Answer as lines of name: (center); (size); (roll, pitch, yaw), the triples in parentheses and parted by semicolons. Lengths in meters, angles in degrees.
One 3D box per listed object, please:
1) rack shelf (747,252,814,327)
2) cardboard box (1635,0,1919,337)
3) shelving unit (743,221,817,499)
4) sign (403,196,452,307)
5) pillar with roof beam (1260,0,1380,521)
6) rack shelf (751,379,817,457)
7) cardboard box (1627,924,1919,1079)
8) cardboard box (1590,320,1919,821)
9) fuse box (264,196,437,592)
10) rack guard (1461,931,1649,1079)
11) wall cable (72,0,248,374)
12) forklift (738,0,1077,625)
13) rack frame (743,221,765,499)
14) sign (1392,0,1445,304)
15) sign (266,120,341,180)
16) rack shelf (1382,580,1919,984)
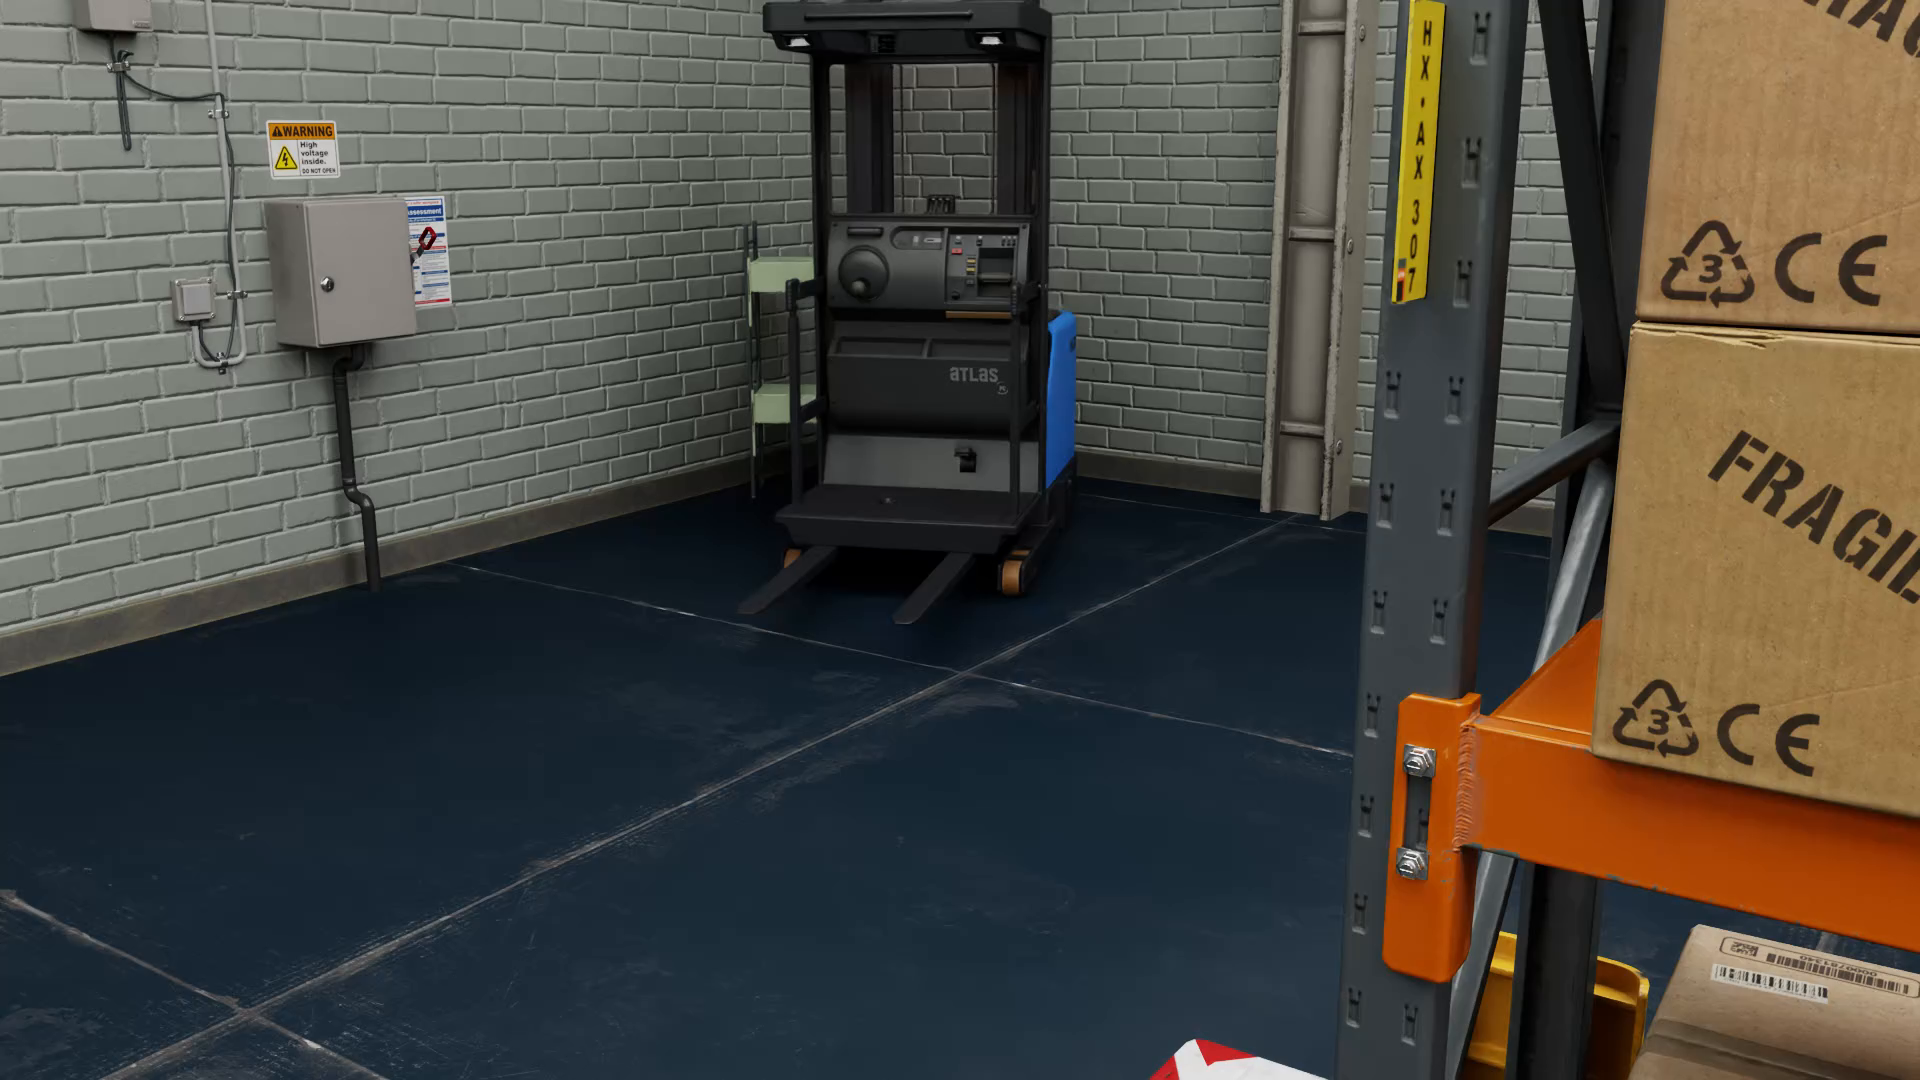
rack shelf: (-0.781, -1.385, 9.171); (0.720, 0.370, 0.431); (0, 14, 1)
cardboard box: (1.066, -0.495, 1.793); (0.500, 0.500, 0.500); (9, 16, 32)
shelving unit: (-0.781, -1.006, 9.265); (0.755, 1.500, 0.431); (0, 14, 1)
sign: (-2.468, -1.314, 7.585); (0.001, 0.494, 0.329); (9, 17, 33)
pillar with roof beam: (-0.543, -3.668, 4.413); (0.400, 9.000, 9.100); (9, 17, 33)
rack shelf: (-0.781, -0.689, 9.344); (0.720, 0.370, 0.431); (0, 14, 1)
cardboard box: (1.430, 1.026, 2.395); (0.875, 0.438, 0.875); (9, 16, 31)
cardboard box: (1.065, -0.010, 1.911); (0.500, 0.500, 0.500); (9, 17, 32)
fuse box: (-2.572, -0.608, 7.219); (0.414, 1.711, 0.539); (9, 17, 33)
rack guard: (0.807, 1.127, 2.728); (0.348, 0.500, 1.175); (9, 17, 33)
wall cable: (-3.083, -1.612, 6.477); (0.122, 1.984, 0.588); (9, 17, 33)
forklift: (-0.190, -1.269, 7.349); (1.130, 2.935, 3.031); (3, 14, 12)
rack frame: (-1.147, -1.007, 9.270); (0.023, 1.500, 0.400); (0, 14, 1)
sign: (0.512, -0.431, 1.857); (0.005, 0.325, 0.100); (9, 17, 33)
sign: (-2.775, -1.651, 7.032); (0.001, 0.242, 0.339); (9, 17, 33)
rack shelf: (2.486, 0.535, 1.418); (4.000, 0.370, 1.077); (9, 17, 33)
